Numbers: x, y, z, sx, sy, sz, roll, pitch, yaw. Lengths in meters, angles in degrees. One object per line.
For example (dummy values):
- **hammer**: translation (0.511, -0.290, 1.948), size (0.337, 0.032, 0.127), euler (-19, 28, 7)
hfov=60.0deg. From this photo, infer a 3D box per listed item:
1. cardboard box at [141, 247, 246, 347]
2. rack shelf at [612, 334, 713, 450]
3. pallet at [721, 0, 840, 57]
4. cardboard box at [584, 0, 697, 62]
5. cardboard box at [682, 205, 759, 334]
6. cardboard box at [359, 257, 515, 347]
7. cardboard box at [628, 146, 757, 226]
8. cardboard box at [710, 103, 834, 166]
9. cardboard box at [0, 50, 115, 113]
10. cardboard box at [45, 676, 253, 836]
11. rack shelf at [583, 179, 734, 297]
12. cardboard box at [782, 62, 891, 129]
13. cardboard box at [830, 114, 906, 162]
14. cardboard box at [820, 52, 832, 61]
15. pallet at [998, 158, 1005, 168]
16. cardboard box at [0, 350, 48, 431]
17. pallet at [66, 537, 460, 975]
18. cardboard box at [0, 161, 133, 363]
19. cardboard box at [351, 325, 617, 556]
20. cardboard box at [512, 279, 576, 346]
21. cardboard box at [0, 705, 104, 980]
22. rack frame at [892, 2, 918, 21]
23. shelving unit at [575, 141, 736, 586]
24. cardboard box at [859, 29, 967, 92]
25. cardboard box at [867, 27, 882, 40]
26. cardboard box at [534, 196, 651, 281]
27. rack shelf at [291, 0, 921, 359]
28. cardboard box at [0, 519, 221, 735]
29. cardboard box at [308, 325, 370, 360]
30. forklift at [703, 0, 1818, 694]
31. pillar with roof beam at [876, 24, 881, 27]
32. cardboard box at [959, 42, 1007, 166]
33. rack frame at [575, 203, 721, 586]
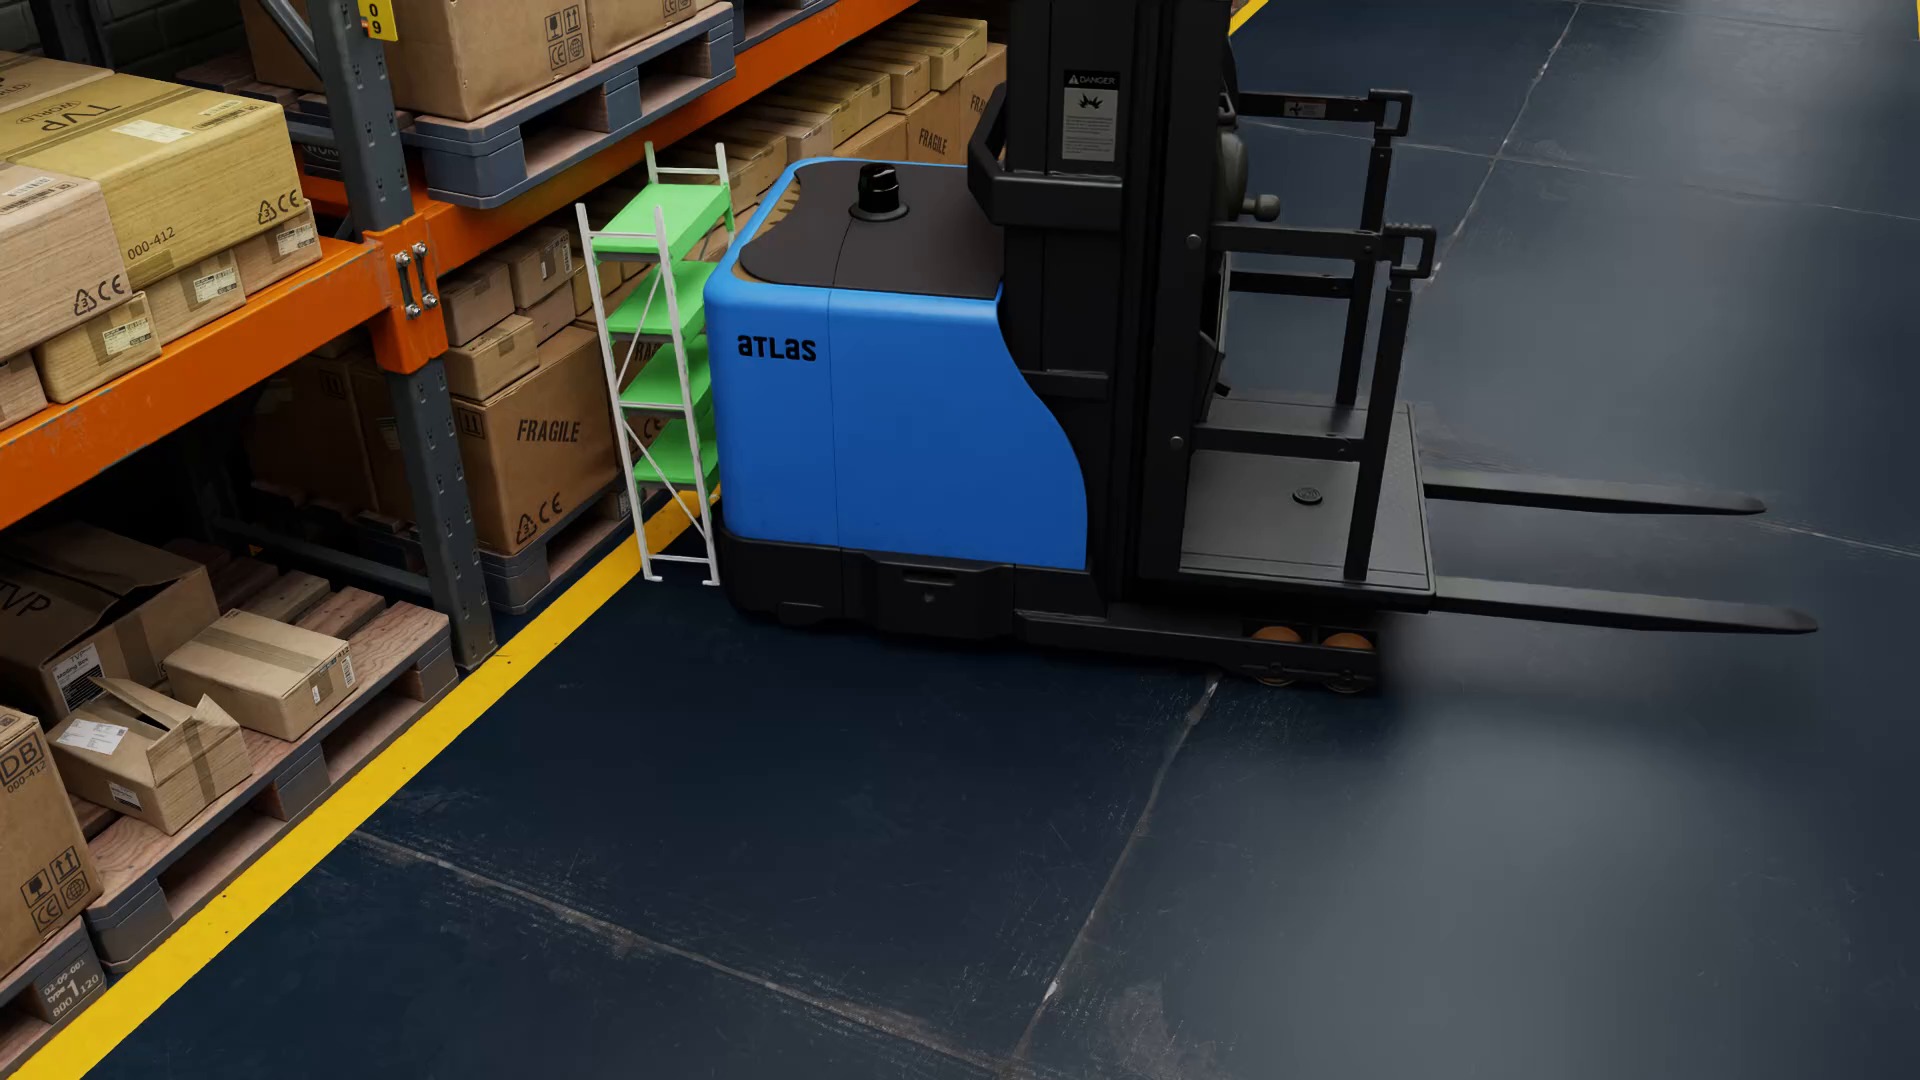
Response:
- **cardboard box**: translation (-1.795, -0.567, 3.609), size (0.380, 0.149, 0.250), euler (15, 36, 22)
- **rack shelf**: translation (-0.816, -0.456, 4.955), size (0.258, 0.148, 0.480), euler (4, 33, 12)
- **pallet**: translation (-0.938, -1.966, 5.688), size (1.003, 0.211, 1.213), euler (14, 36, 20)
- **cardboard box**: translation (-1.180, -1.689, 4.616), size (0.700, 0.500, 0.500), euler (15, 36, 21)
- **cardboard box**: translation (-0.969, -0.858, 5.720), size (0.500, 0.500, 0.500), euler (13, 35, 19)
- **cardboard box**: translation (-1.465, -0.681, 4.587), size (0.380, 0.149, 0.250), euler (14, 36, 20)
- **cardboard box**: translation (-0.921, -1.208, 5.661), size (0.380, 0.149, 0.250), euler (15, 36, 22)
- **cardboard box**: translation (-0.685, -1.459, 6.045), size (0.380, 0.149, 0.250), euler (12, 35, 18)
- **cardboard box**: translation (-2.255, -0.901, 3.753), size (0.500, 0.250, 0.500), euler (14, 36, 20)
- **cardboard box**: translation (-1.918, 0.467, 3.913), size (0.396, 0.266, 0.258), euler (15, 36, 22)
- **rack shelf**: translation (-0.841, -0.860, 4.697), size (0.258, 0.148, 0.480), euler (4, 33, 12)
- **cardboard box**: translation (-0.493, -1.728, 6.455), size (0.380, 0.149, 0.250), euler (15, 36, 22)
- **cardboard box**: translation (-0.546, -1.378, 6.513), size (0.500, 0.500, 0.500), euler (16, 36, 23)
- **cardboard box**: translation (-0.765, -2.103, 7.027), size (0.380, 0.149, 0.250), euler (15, 36, 22)
- **pallet**: translation (-0.475, -1.487, 7.325), size (1.003, 0.211, 1.213), euler (14, 36, 20)
- **cardboard box**: translation (-2.016, -0.308, 3.213), size (0.380, 0.149, 0.250), euler (15, 36, 22)
- **pallet**: translation (-2.090, 0.484, 4.319), size (1.003, 0.211, 1.213), euler (14, 36, 20)
- **cardboard box**: translation (-1.990, -0.523, 3.177), size (0.500, 0.250, 0.500), euler (14, 36, 21)
- **cardboard box**: translation (-1.395, -0.343, 4.935), size (0.500, 0.500, 0.500), euler (16, 36, 23)
- **cardboard box**: translation (-1.365, -0.698, 4.885), size (0.380, 0.149, 0.250), euler (13, 35, 19)
- **cardboard box**: translation (-2.306, 0.622, 3.463), size (0.700, 0.500, 0.500), euler (13, 35, 19)
- **rack frame**: translation (-0.129, -3.016, 7.114), size (1.000, 3.000, 0.127), euler (14, 36, 20)
- **shelving unit**: translation (-0.820, -0.510, 4.921), size (0.258, 1.200, 0.503), euler (4, 33, 12)
- **cardboard box**: translation (-0.191, -1.970, 6.824), size (0.380, 0.149, 0.250), euler (12, 35, 18)
- **cardboard box**: translation (-0.560, -2.001, 7.462), size (0.500, 0.500, 0.500), euler (16, 36, 22)
- **cardboard box**: translation (-1.165, -0.969, 5.297), size (0.380, 0.149, 0.250), euler (14, 36, 20)
- **rack shelf**: translation (-0.965, -1.719, 5.792), size (1.077, 0.370, 4.000), euler (14, 36, 20)
- **cardboard box**: translation (-2.293, 0.200, 4.279), size (0.500, 0.311, 0.500), euler (15, 36, 22)
- **cardboard box**: translation (-1.910, -0.675, 4.848), size (0.380, 0.149, 0.250), euler (13, 35, 19)
- **forklift**: translation (0.875, -1.117, 4.280), size (3.031, 2.935, 1.130), euler (5, 34, 8)
- **pillar with roof beam**: translation (3.508, -5.393, 5.268), size (9.100, 9.000, 0.400), euler (14, 36, 20)
- **cardboard box**: translation (-0.110, -1.886, 7.288), size (0.500, 0.500, 0.500), euler (15, 36, 22)
- **rack frame**: translation (-0.873, -0.379, 4.722), size (0.240, 1.200, 0.015), euler (4, 33, 12)
